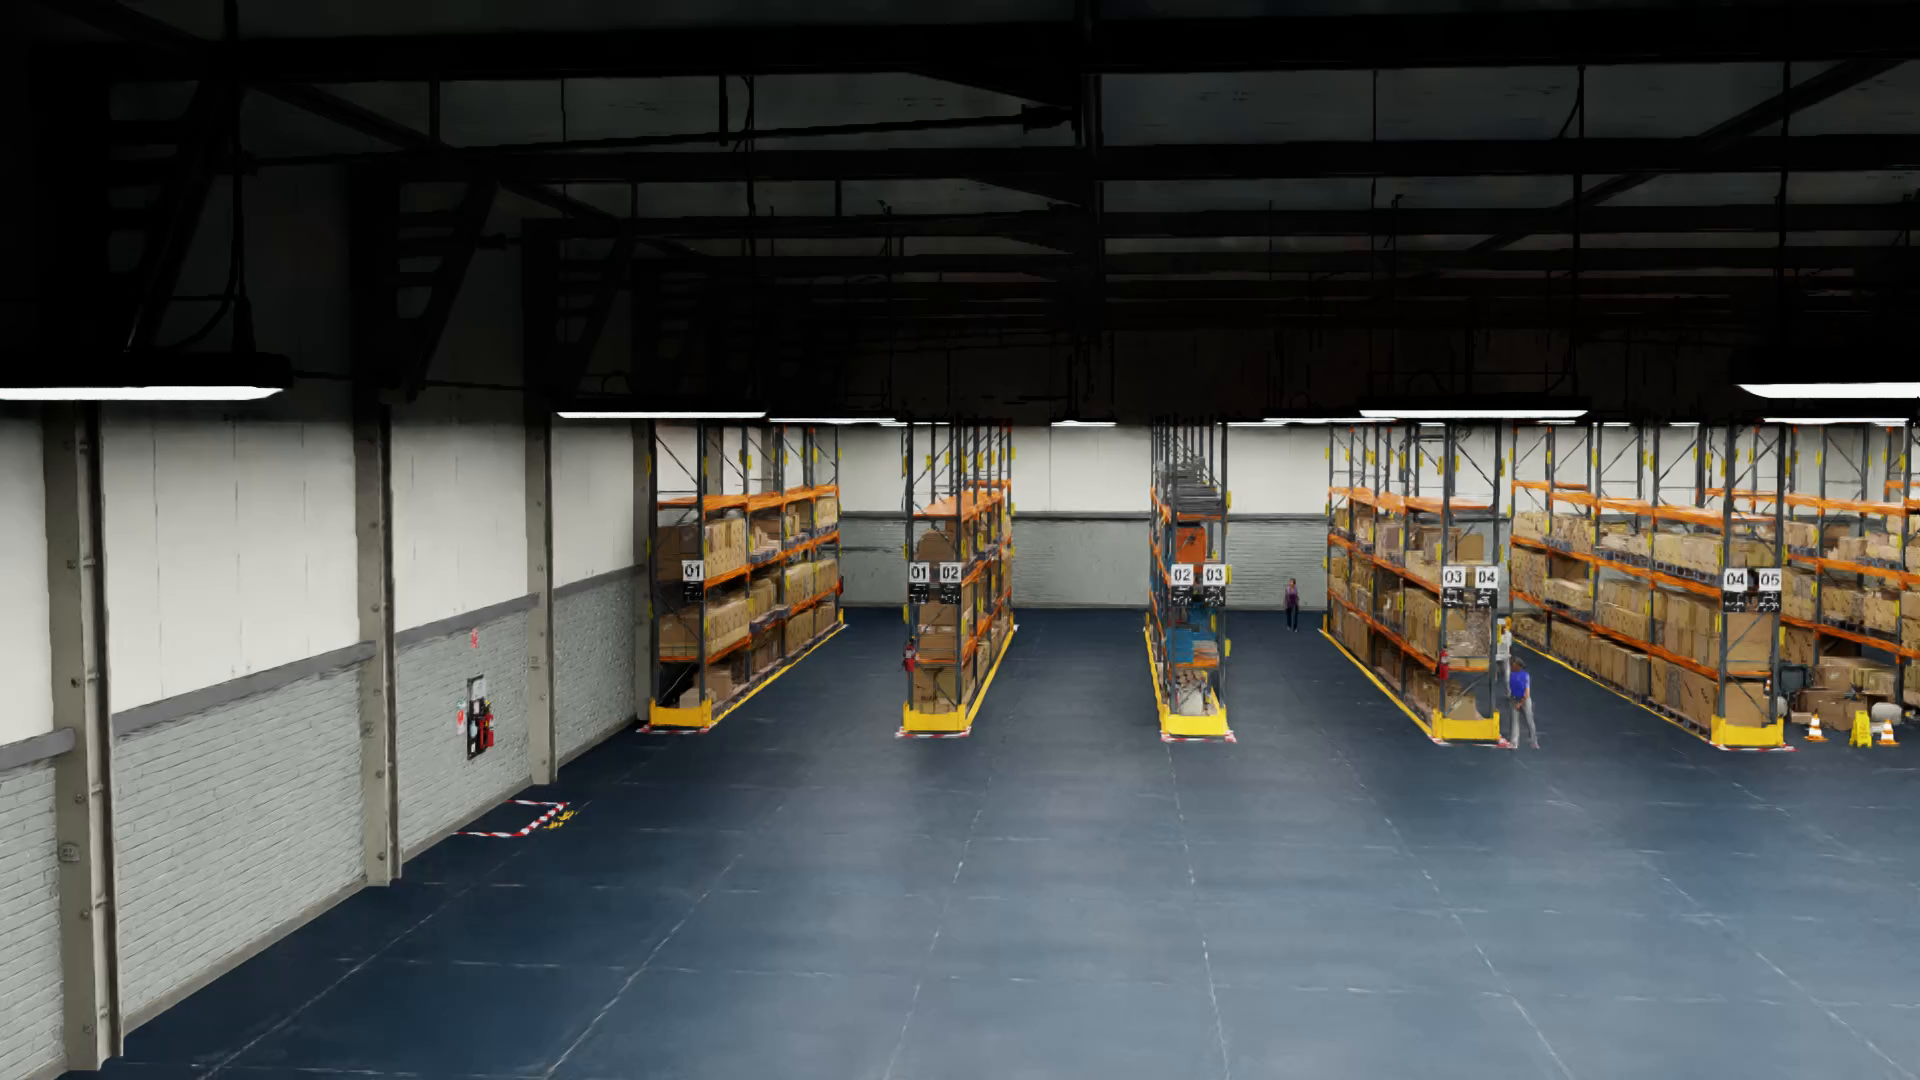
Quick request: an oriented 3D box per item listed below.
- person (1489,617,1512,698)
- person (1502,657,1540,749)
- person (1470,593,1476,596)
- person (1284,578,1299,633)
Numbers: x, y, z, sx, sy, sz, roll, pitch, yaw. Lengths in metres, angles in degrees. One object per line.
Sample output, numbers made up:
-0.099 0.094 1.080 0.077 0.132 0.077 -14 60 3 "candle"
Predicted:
11.492 2.484 35.417 0.577 1.691 1.121 1 4 8 "person"
10.027 2.911 29.668 0.681 1.630 0.490 -2 5 -33 "person"
14.859 1.609 48.269 0.469 1.713 0.695 3 5 35 "person"
9.286 1.810 46.626 0.418 1.512 1.034 1 4 8 "person"
